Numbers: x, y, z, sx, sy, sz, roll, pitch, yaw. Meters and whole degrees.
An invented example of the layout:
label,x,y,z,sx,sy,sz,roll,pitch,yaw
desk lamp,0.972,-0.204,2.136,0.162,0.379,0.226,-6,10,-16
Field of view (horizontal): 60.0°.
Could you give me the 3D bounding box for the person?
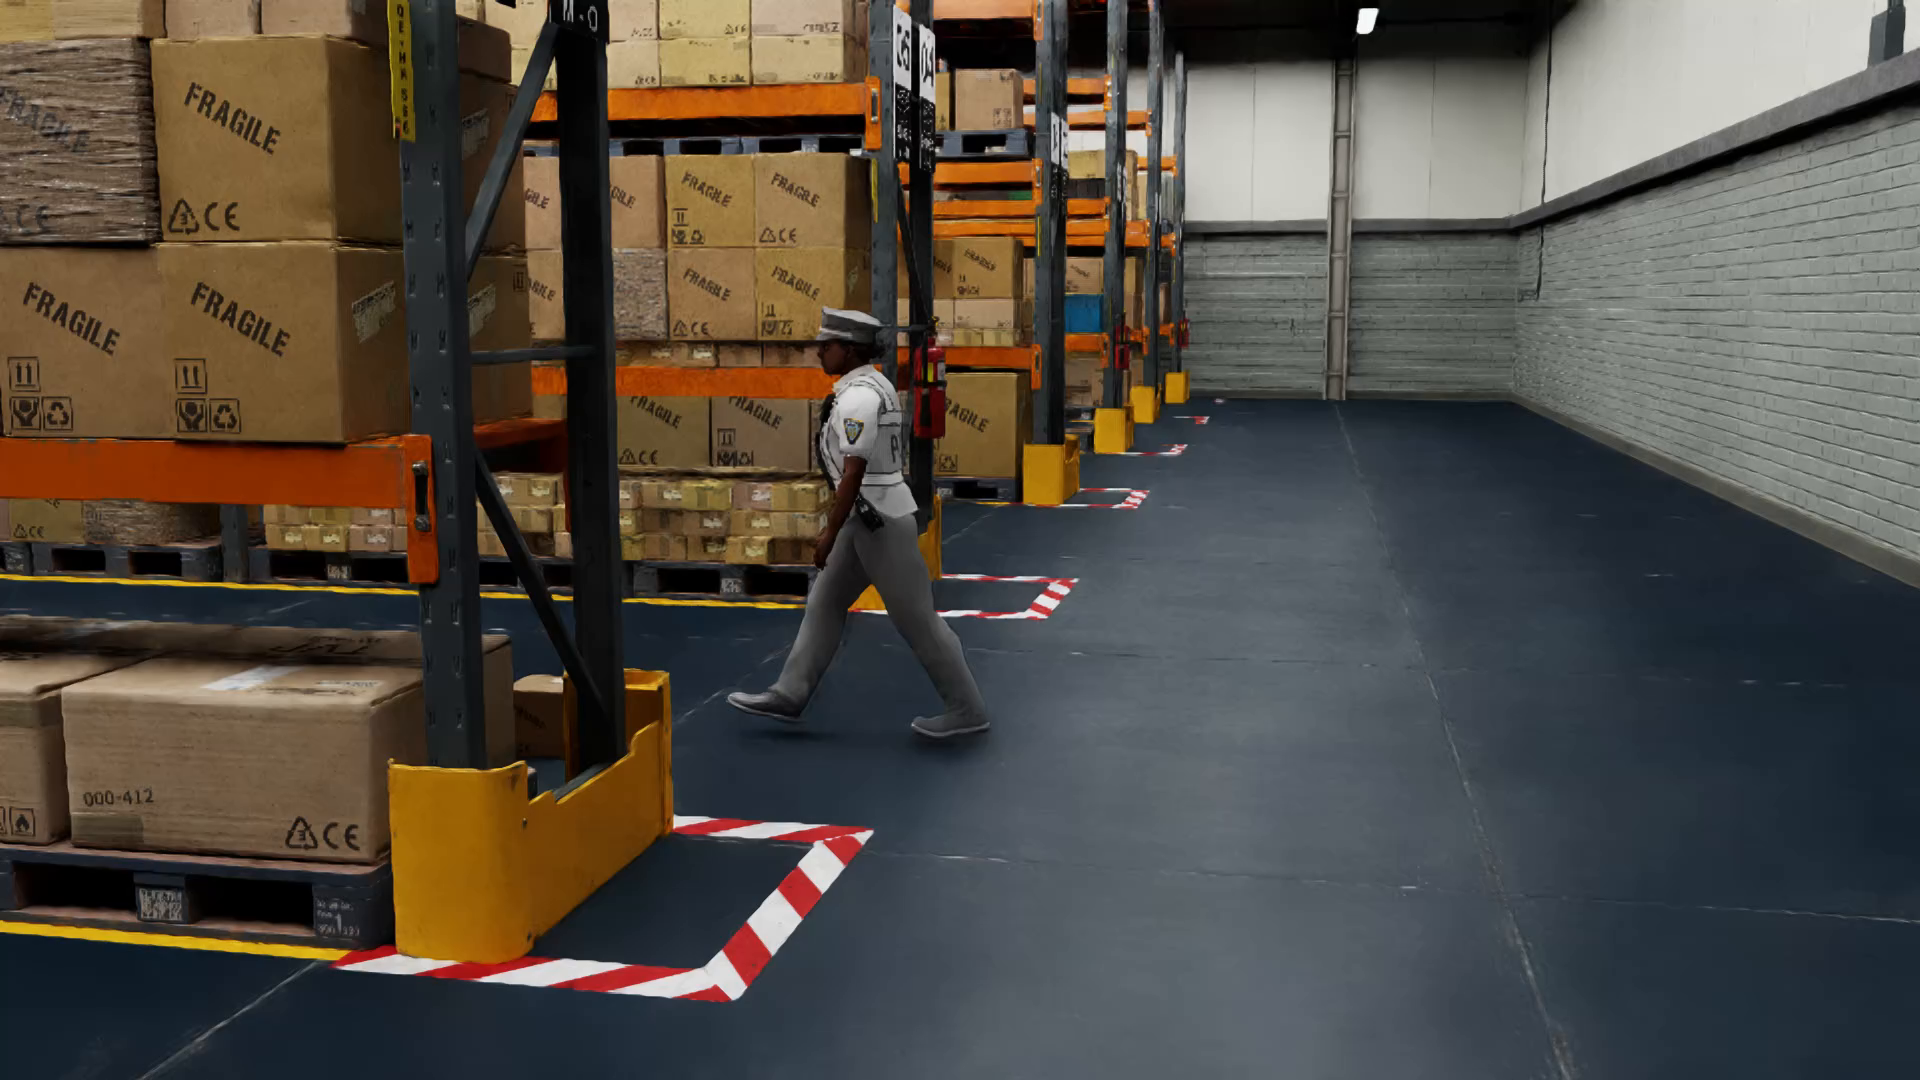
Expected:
label,x,y,z,sx,sy,sz,roll,pitch,yaw
person,-0.400,-0.068,6.246,0.999,1.600,0.456,0,8,-3
